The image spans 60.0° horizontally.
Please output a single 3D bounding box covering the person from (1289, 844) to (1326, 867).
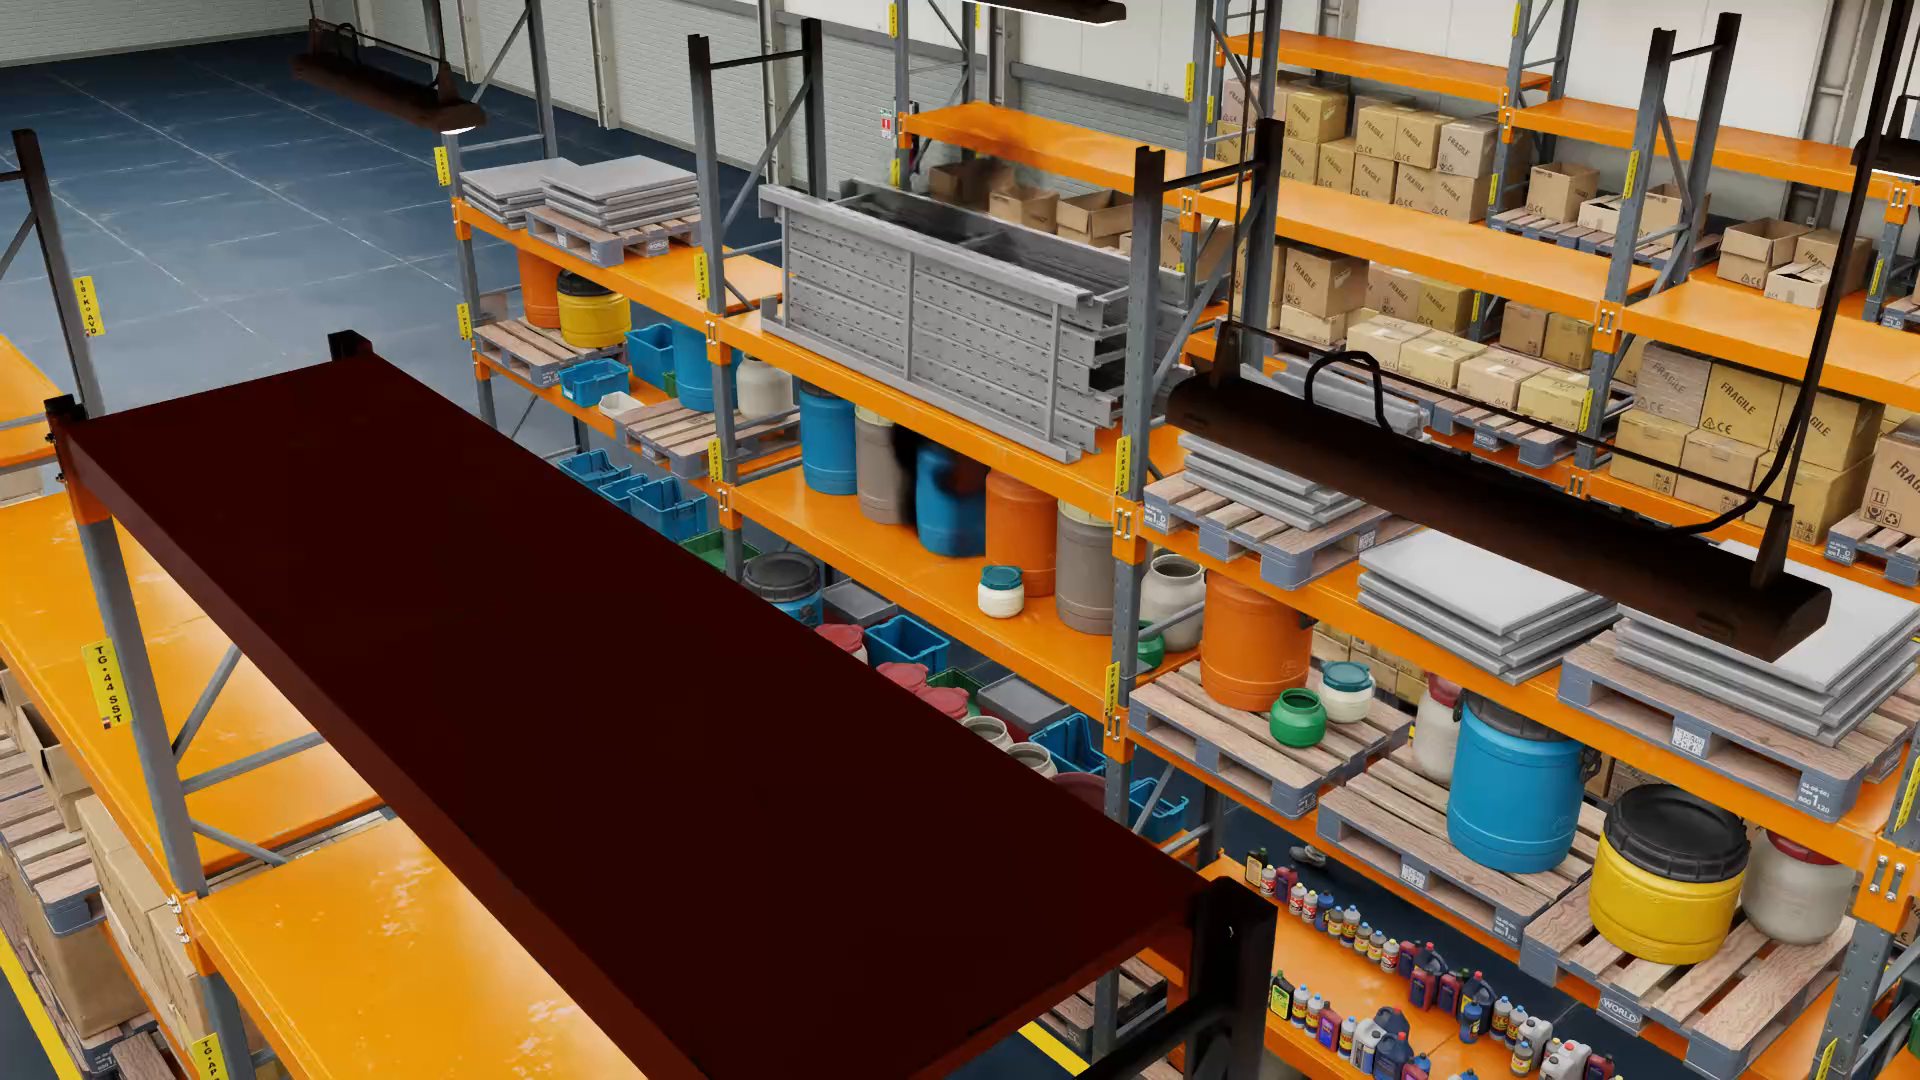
[{"bbox_3d":[2.900,1.757,12.161,0.939,1.771,0.641,24,36,39],"label":"person"}]
